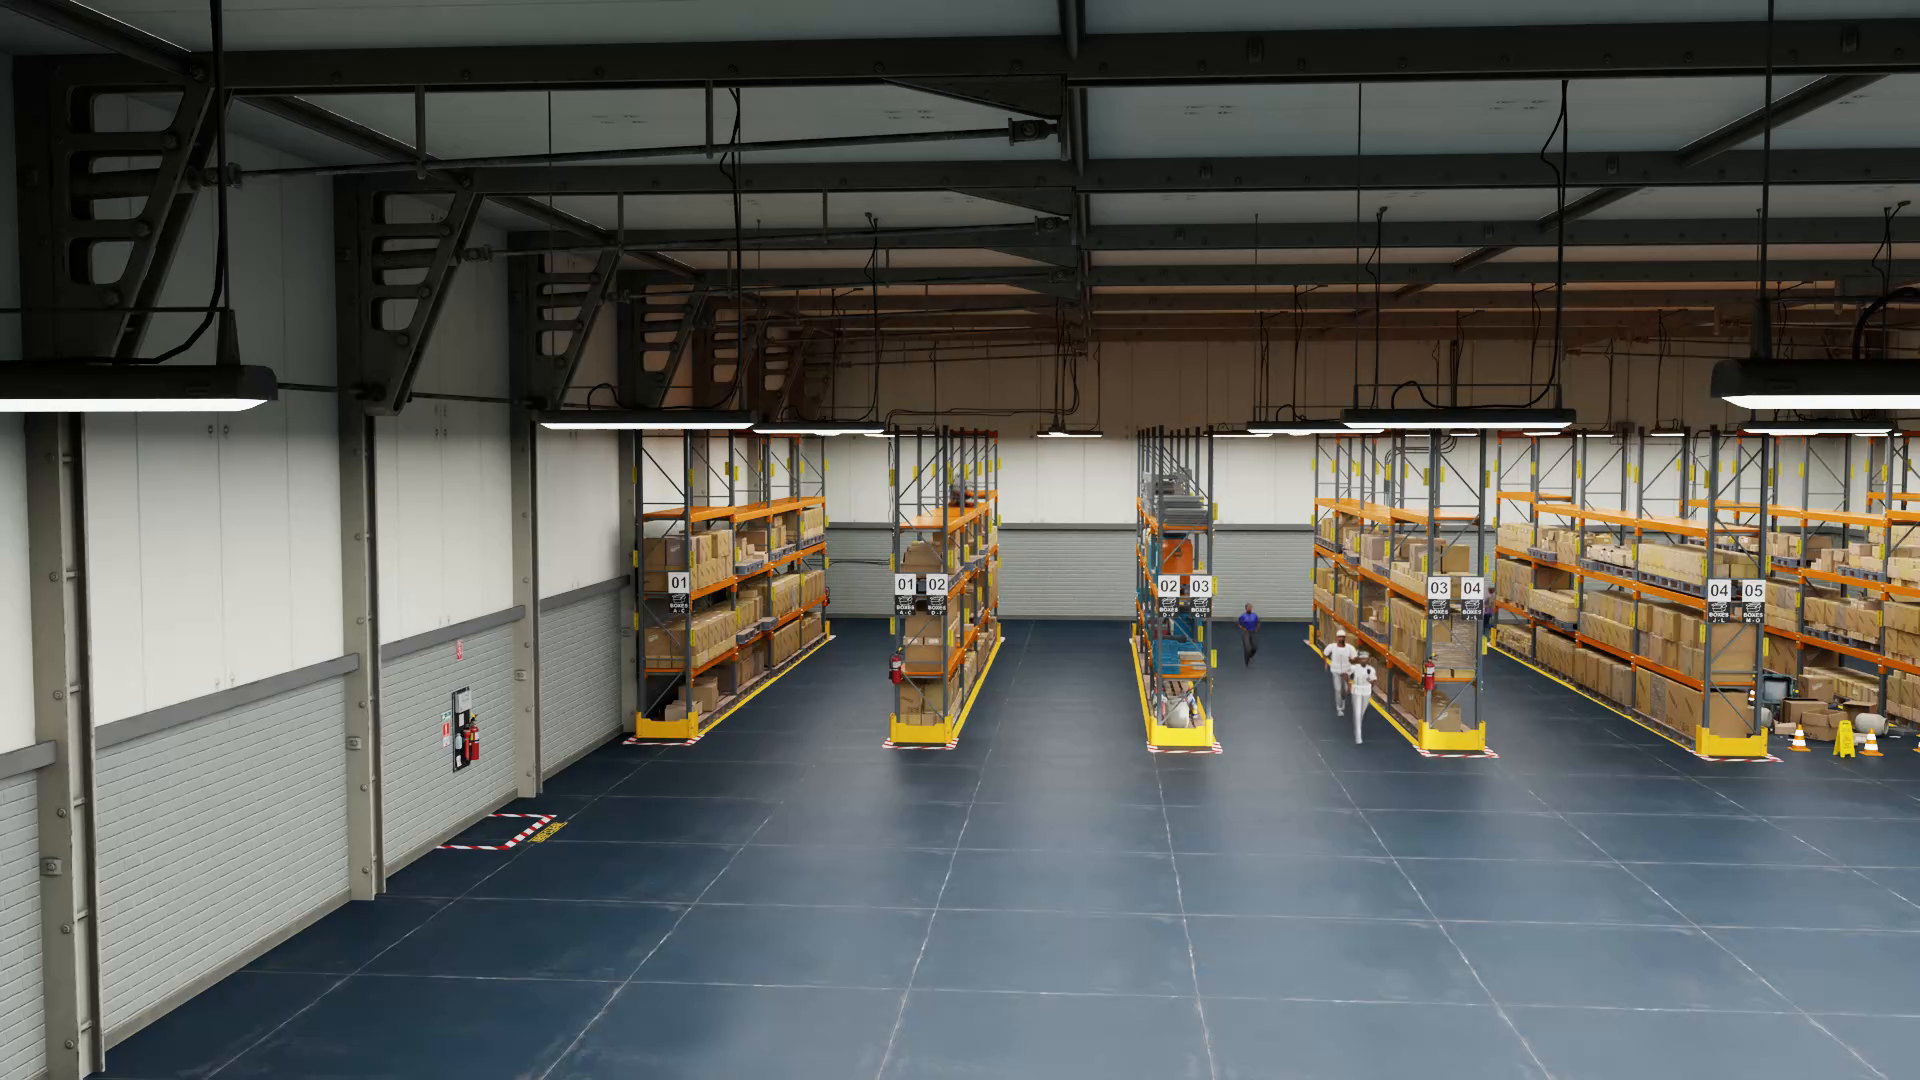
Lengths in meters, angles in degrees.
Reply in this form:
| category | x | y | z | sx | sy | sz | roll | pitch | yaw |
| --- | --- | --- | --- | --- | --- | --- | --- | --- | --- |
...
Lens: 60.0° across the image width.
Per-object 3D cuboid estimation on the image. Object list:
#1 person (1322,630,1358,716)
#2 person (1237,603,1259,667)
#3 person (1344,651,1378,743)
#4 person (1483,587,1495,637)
| category | x | y | z | sx | sy | sz | roll | pitch | yaw |
| --- | --- | --- | --- | --- | --- | --- | --- | --- | --- |
| person | 7.928 | 2.749 | 34.622 | 0.710 | 1.747 | 0.968 | 0 | 3 | 4 |
| person | 7.280 | 2.401 | 41.856 | 0.571 | 1.608 | 0.572 | 0 | 3 | -2 |
| person | 7.619 | 2.937 | 31.501 | 0.568 | 1.681 | 0.912 | 0 | 3 | -2 |
| person | 15.055 | 2.088 | 47.600 | 0.726 | 1.549 | 0.655 | 1 | 4 | 21 |
